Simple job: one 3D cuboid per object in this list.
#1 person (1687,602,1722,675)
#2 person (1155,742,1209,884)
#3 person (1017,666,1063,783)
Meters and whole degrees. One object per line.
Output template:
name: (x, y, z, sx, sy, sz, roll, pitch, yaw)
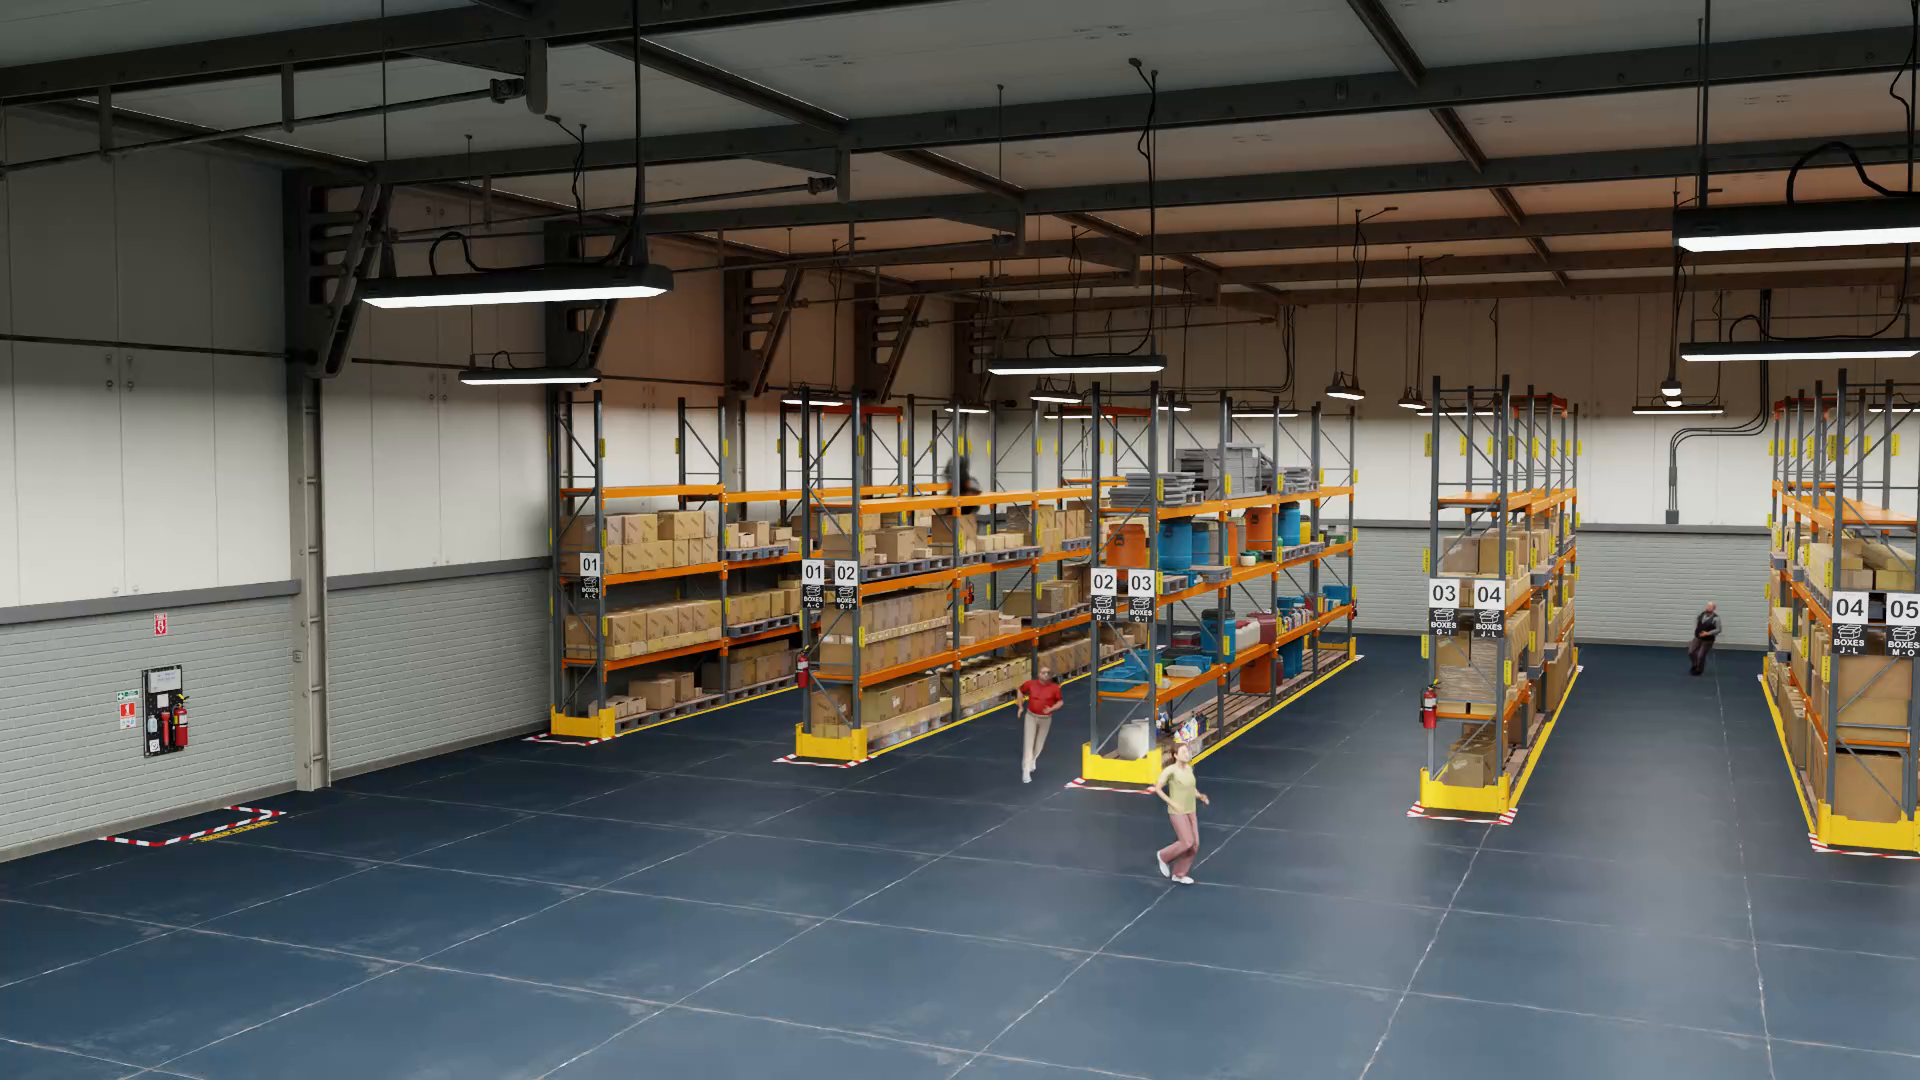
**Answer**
person: (16.303, 2.169, 36.387, 0.700, 1.647, 0.609, 2, 4, 36)
person: (2.546, 3.130, 19.110, 0.576, 1.622, 0.559, -3, 4, -41)
person: (1.218, 2.758, 25.302, 0.693, 1.717, 0.961, 0, 3, -3)
